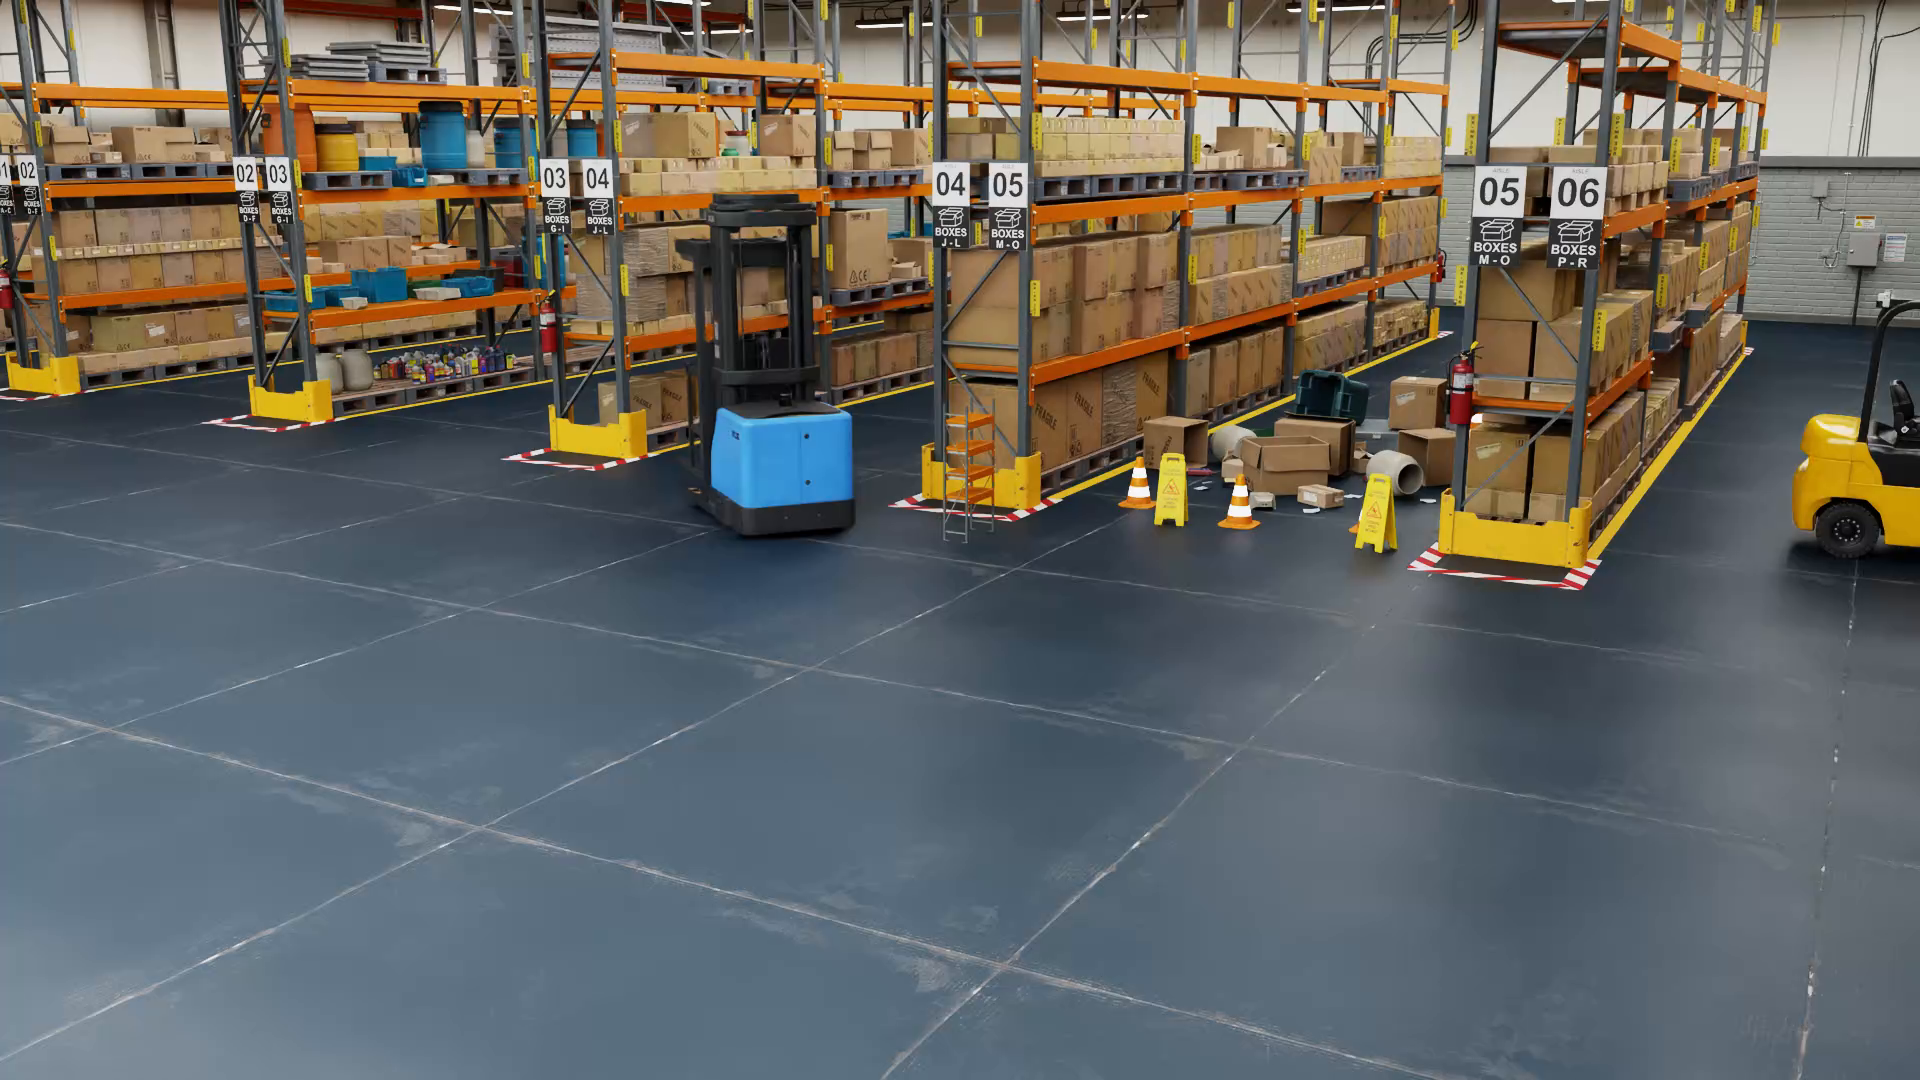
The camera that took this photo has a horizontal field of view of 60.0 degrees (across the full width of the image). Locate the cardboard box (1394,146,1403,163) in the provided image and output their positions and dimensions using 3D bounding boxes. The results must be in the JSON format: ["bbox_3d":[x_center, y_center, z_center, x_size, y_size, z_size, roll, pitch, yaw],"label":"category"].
[{"bbox_3d":[6.702,-6.110,26.332,0.500,0.250,0.500,7,15,28],"label":"cardboard box"}]

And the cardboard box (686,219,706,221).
[{"bbox_3d":[-3.069,-3.661,20.336,0.500,0.500,0.500,7,15,28],"label":"cardboard box"}]

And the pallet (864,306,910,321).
[{"bbox_3d":[-1.705,-4.504,32.764,1.003,0.211,1.213,7,15,28],"label":"pallet"}]

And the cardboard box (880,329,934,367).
[{"bbox_3d":[-0.776,-2.815,24.203,0.700,0.500,0.500,6,15,23],"label":"cardboard box"}]

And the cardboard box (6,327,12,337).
[{"bbox_3d":[-15.946,-3.436,27.529,0.380,0.149,0.250,6,15,24],"label":"cardboard box"}]

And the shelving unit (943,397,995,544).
[{"bbox_3d":[0.080,-0.617,14.534,0.258,1.200,0.503,7,15,28],"label":"shelving unit"}]

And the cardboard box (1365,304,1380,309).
[{"bbox_3d":[6.945,-3.944,28.412,0.380,0.149,0.250,8,16,30],"label":"cardboard box"}]

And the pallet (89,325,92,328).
[{"bbox_3d":[-14.780,-3.738,29.589,1.003,0.211,1.213,7,15,28],"label":"pallet"}]

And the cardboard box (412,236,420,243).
[{"bbox_3d":[-11.469,-6.259,34.588,0.380,0.149,0.250,8,16,30],"label":"cardboard box"}]

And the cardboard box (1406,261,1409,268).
[{"bbox_3d":[7.337,-4.654,27.974,0.380,0.149,0.250,7,15,26],"label":"cardboard box"}]

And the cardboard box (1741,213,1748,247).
[{"bbox_3d":[11.836,-4.786,25.641,0.500,0.500,0.500,7,15,28],"label":"cardboard box"}]

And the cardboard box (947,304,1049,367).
[{"bbox_3d":[0.352,-2.001,16.113,0.875,0.550,0.550,7,15,28],"label":"cardboard box"}]

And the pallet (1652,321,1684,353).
[{"bbox_3d":[7.025,-2.174,17.562,1.003,0.211,1.213,7,15,28],"label":"pallet"}]

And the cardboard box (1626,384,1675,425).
[{"bbox_3d":[7.831,-1.608,19.513,0.950,0.372,0.625,7,15,27],"label":"cardboard box"}]

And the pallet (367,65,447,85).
[{"bbox_3d":[-7.445,-6.018,21.552,1.003,0.211,1.213,7,15,28],"label":"pallet"}]

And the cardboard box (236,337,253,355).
[{"bbox_3d":[-11.100,-3.019,25.628,0.500,0.250,0.500,7,15,28],"label":"cardboard box"}]

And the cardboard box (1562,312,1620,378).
[{"bbox_3d":[5.314,-1.672,14.222,0.500,0.500,0.500,8,16,30],"label":"cardboard box"}]

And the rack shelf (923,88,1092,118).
[{"bbox_3d":[0.754,-6.853,26.149,1.077,0.370,4.000,7,15,28],"label":"rack shelf"}]

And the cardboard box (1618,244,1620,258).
[{"bbox_3d":[6.876,-3.103,17.877,0.380,0.149,0.250,7,15,26],"label":"cardboard box"}]

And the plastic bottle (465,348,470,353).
[{"bbox_3d":[-7.059,-2.608,23.807,0.061,0.283,0.133,7,15,28],"label":"plastic bottle"}]

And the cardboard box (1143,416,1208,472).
[{"bbox_3d":[2.294,-1.019,17.687,0.500,0.500,0.500,11,17,38],"label":"cardboard box"}]

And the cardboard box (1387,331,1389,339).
[{"bbox_3d":[6.853,-3.394,27.397,0.380,0.149,0.250,7,15,26],"label":"cardboard box"}]

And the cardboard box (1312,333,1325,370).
[{"bbox_3d":[4.885,-2.697,23.757,0.500,0.500,0.500,8,15,29],"label":"cardboard box"}]

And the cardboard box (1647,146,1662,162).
[{"bbox_3d":[6.293,-3.588,15.451,0.380,0.149,0.250,8,16,30],"label":"cardboard box"}]

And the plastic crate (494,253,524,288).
[{"bbox_3d":[-6.516,-3.976,24.491,0.402,0.464,0.583,7,15,28],"label":"plastic crate"}]

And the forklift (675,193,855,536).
[{"bbox_3d":[-1.995,-1.760,15.580,1.130,2.935,3.031,-6,15,-23],"label":"forklift"}]

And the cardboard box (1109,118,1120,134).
[{"bbox_3d":[1.392,-4.169,16.751,0.380,0.149,0.250,8,16,29],"label":"cardboard box"}]

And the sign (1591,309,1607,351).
[{"bbox_3d":[5.070,-1.666,13.197,0.100,0.325,0.005,7,15,28],"label":"sign"}]

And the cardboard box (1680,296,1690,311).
[{"bbox_3d":[8.111,-2.707,19.003,0.380,0.149,0.250,8,16,29],"label":"cardboard box"}]

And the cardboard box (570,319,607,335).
[{"bbox_3d":[-4.123,-2.389,18.580,0.380,0.149,0.250,7,15,28],"label":"cardboard box"}]

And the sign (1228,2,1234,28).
[{"bbox_3d":[3.600,-6.957,22.027,0.100,0.325,0.005,7,15,28],"label":"sign"}]

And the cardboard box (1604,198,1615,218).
[{"bbox_3d":[5.039,-2.674,13.361,0.380,0.149,0.250,7,15,28],"label":"cardboard box"}]

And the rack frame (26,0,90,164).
[{"bbox_3d":[-15.155,-7.850,27.895,1.000,3.000,0.127,7,15,28],"label":"rack frame"}]

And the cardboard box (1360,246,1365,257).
[{"bbox_3d":[5.994,-4.431,25.520,0.380,0.149,0.250,8,16,30],"label":"cardboard box"}]

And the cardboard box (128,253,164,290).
[{"bbox_3d":[-12.019,-3.905,24.118,0.700,0.500,0.500,7,15,28],"label":"cardboard box"}]

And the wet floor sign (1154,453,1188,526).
[{"bbox_3d":[1.932,-0.472,15.115,0.267,0.644,0.232,5,14,18],"label":"wet floor sign"}]

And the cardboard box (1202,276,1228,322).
[{"bbox_3d":[2.880,-2.897,19.937,0.500,0.500,0.500,8,15,28],"label":"cardboard box"}]

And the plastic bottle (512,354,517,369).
[{"bbox_3d":[-6.385,-2.555,23.764,0.097,0.201,0.097,0,14,0],"label":"plastic bottle"}]

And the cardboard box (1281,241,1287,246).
[{"bbox_3d":[4.543,-4.277,24.244,0.380,0.149,0.250,8,16,31],"label":"cardboard box"}]

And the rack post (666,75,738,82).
[{"bbox_3d":[-4.234,-7.665,27.288,0.954,0.300,0.937,7,15,28],"label":"rack post"}]

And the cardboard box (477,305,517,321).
[{"bbox_3d":[-8.413,-4.254,30.172,0.500,0.500,0.500,8,16,30],"label":"cardboard box"}]

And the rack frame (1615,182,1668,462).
[{"bbox_3d":[6.528,-2.127,16.958,1.000,3.000,0.127,7,15,28],"label":"rack frame"}]

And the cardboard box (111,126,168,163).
[{"bbox_3d":[-11.708,-5.641,23.726,0.500,0.500,0.500,7,15,28],"label":"cardboard box"}]

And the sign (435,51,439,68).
[{"bbox_3d":[-10.807,-9.925,34.340,0.100,0.325,0.005,7,15,28],"label":"sign"}]

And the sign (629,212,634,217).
[{"bbox_3d":[-6.462,-6.515,32.688,0.100,0.325,0.005,7,15,28],"label":"sign"}]

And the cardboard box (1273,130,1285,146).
[{"bbox_3d":[4.283,-5.586,23.059,0.396,0.266,0.258,7,15,28],"label":"cardboard box"}]

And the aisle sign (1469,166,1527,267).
[{"bbox_3d":[4.311,-2.591,13.332,0.394,0.787,0.004,7,15,28],"label":"aisle sign"}]

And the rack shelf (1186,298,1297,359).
[{"bbox_3d":[3.113,-2.728,20.984,1.077,0.370,4.000,7,15,28],"label":"rack shelf"}]

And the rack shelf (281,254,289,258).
[{"bbox_3d":[-14.188,-4.994,30.385,1.077,0.370,4.000,7,15,28],"label":"rack shelf"}]

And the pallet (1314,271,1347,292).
[{"bbox_3d":[5.001,-3.806,24.328,1.003,0.211,1.213,7,15,28],"label":"pallet"}]

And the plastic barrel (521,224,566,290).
[{"bbox_3d":[-6.031,-4.100,24.070,0.600,0.901,0.708,7,15,28],"label":"plastic barrel"}]

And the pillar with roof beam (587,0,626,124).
[{"bbox_3d":[-5.037,-10.476,38.789,9.100,9.000,0.548,7,15,28],"label":"pillar with roof beam"}]

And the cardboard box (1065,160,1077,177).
[{"bbox_3d":[0.903,-3.573,15.982,0.380,0.149,0.250,7,15,28],"label":"cardboard box"}]

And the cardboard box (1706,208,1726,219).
[{"bbox_3d":[10.776,-4.654,23.707,0.380,0.149,0.250,7,15,27],"label":"cardboard box"}]

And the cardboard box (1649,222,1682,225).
[{"bbox_3d":[9.465,-4.036,22.526,0.500,0.500,0.500,7,15,27],"label":"cardboard box"}]

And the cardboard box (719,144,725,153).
[{"bbox_3d":[-5.282,-8.227,35.110,0.500,0.250,0.500,7,15,28],"label":"cardboard box"}]

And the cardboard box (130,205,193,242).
[{"bbox_3d":[-11.754,-4.652,24.448,0.700,0.500,0.500,7,15,28],"label":"cardboard box"}]

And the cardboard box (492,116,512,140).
[{"bbox_3d":[-8.420,-7.380,30.000,0.500,0.500,0.500,7,15,28],"label":"cardboard box"}]
